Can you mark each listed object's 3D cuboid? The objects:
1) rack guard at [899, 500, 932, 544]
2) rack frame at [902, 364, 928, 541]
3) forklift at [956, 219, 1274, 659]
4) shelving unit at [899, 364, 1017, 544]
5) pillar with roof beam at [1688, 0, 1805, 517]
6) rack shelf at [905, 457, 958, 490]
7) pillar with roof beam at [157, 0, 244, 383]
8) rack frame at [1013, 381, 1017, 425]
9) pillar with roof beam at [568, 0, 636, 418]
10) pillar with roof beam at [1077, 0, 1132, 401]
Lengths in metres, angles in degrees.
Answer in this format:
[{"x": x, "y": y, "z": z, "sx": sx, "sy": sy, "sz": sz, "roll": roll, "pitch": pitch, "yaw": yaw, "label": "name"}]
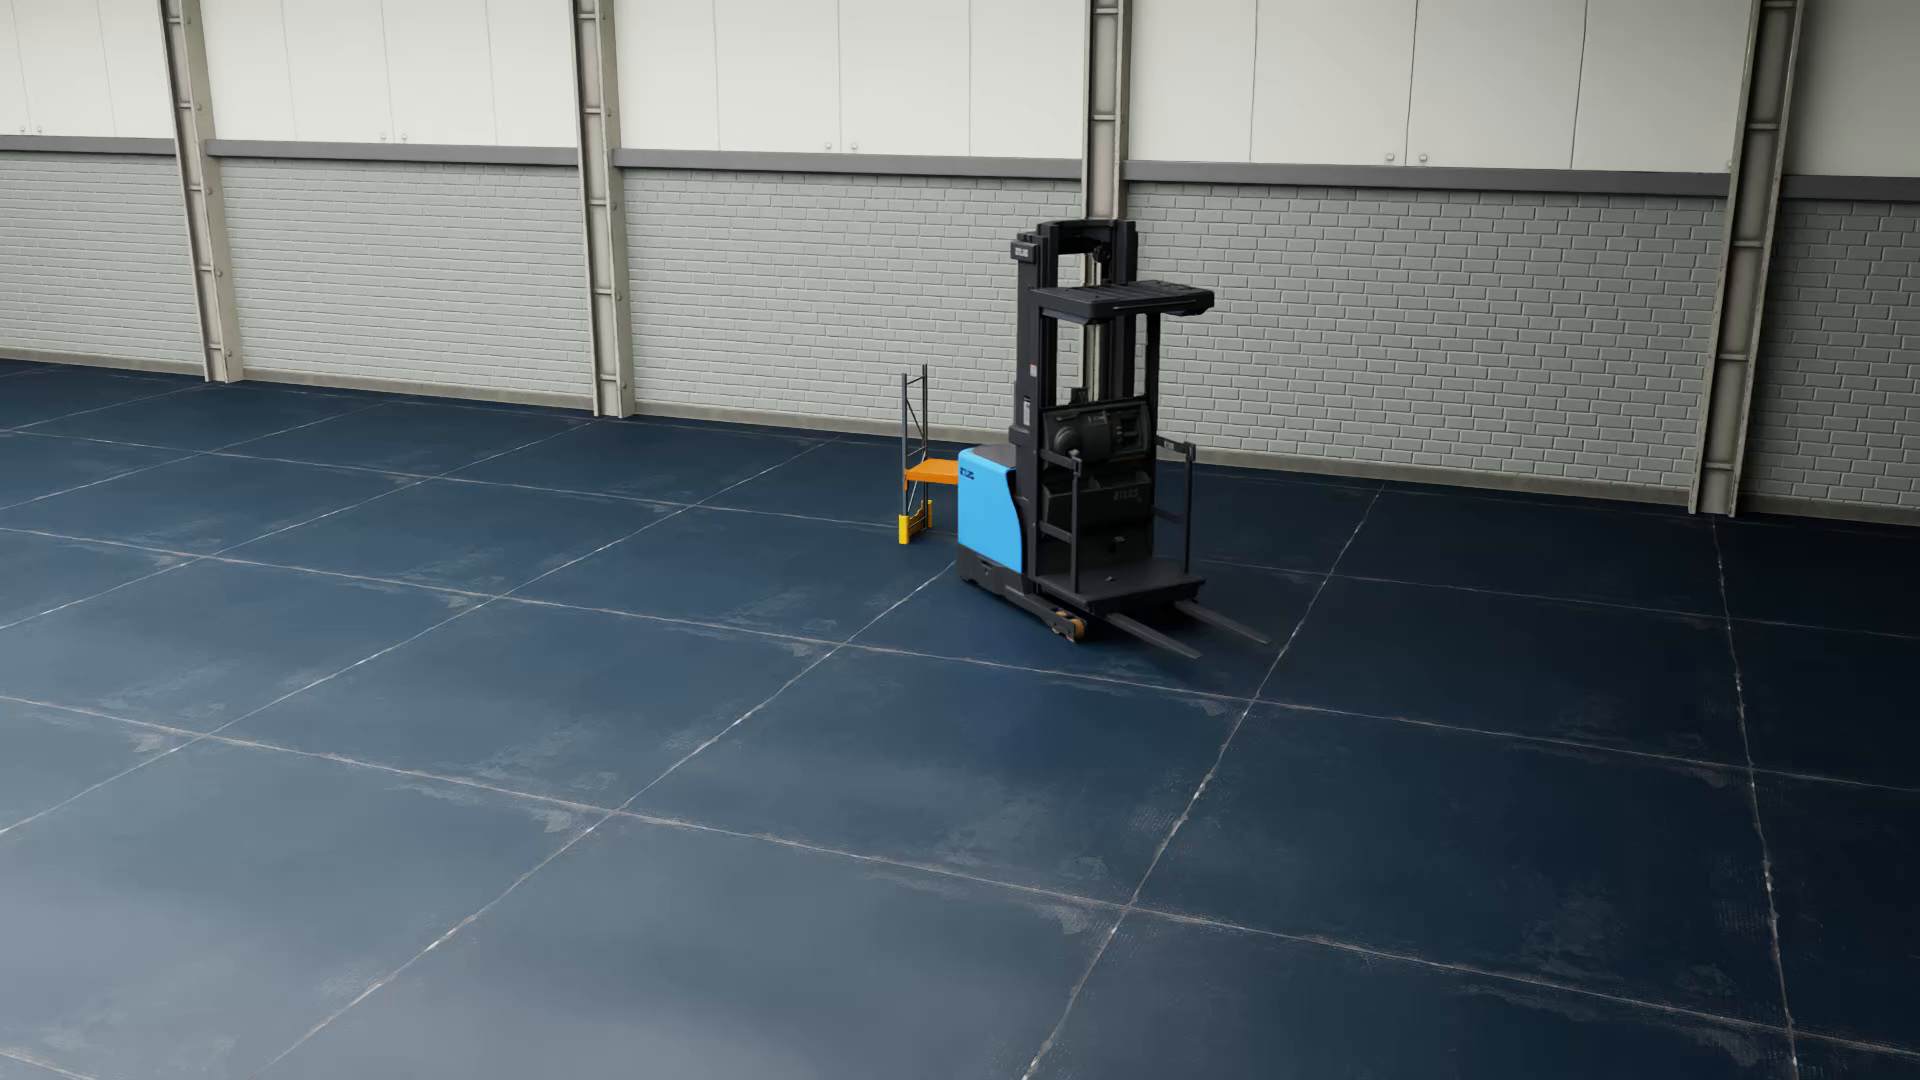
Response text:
[{"x": -0.392, "y": -0.163, "z": 14.787, "sx": 0.087, "sy": 0.250, "sz": 0.587, "roll": 6, "pitch": 17, "yaw": 21, "label": "rack guard"}, {"x": -0.394, "y": -0.764, "z": 14.614, "sx": 0.032, "sy": 1.500, "sz": 0.500, "roll": 6, "pitch": 17, "yaw": 21, "label": "rack frame"}, {"x": 1.131, "y": -0.813, "z": 12.217, "sx": 1.130, "sy": 2.935, "sz": 3.031, "roll": -9, "pitch": 18, "yaw": -28, "label": "forklift"}, {"x": 0.071, "y": -0.712, "z": 14.438, "sx": 1.083, "sy": 1.500, "sz": 0.587, "roll": 6, "pitch": 17, "yaw": 21, "label": "shelving unit"}, {"x": 5.472, "y": -3.475, "z": 10.502, "sx": 0.400, "sy": 9.000, "sz": 9.100, "roll": 6, "pitch": 17, "yaw": 21, "label": "pillar with roof beam"}, {"x": 0.079, "y": -0.539, "z": 14.485, "sx": 1.000, "sy": 0.185, "sz": 0.538, "roll": 6, "pitch": 17, "yaw": 21, "label": "rack shelf"}, {"x": -11.273, "y": -5.316, "z": 16.844, "sx": 0.400, "sy": 9.000, "sz": 9.100, "roll": 6, "pitch": 17, "yaw": 21, "label": "pillar with roof beam"}, {"x": 0.552, "y": -0.660, "z": 14.255, "sx": 0.032, "sy": 1.500, "sz": 0.500, "roll": 6, "pitch": 17, "yaw": 21, "label": "rack frame"}, {"x": -5.691, "y": -4.702, "z": 14.730, "sx": 0.400, "sy": 9.000, "sz": 9.100, "roll": 6, "pitch": 17, "yaw": 21, "label": "pillar with roof beam"}, {"x": -0.110, "y": -4.088, "z": 12.616, "sx": 0.400, "sy": 9.000, "sz": 9.100, "roll": 6, "pitch": 17, "yaw": 21, "label": "pillar with roof beam"}]
